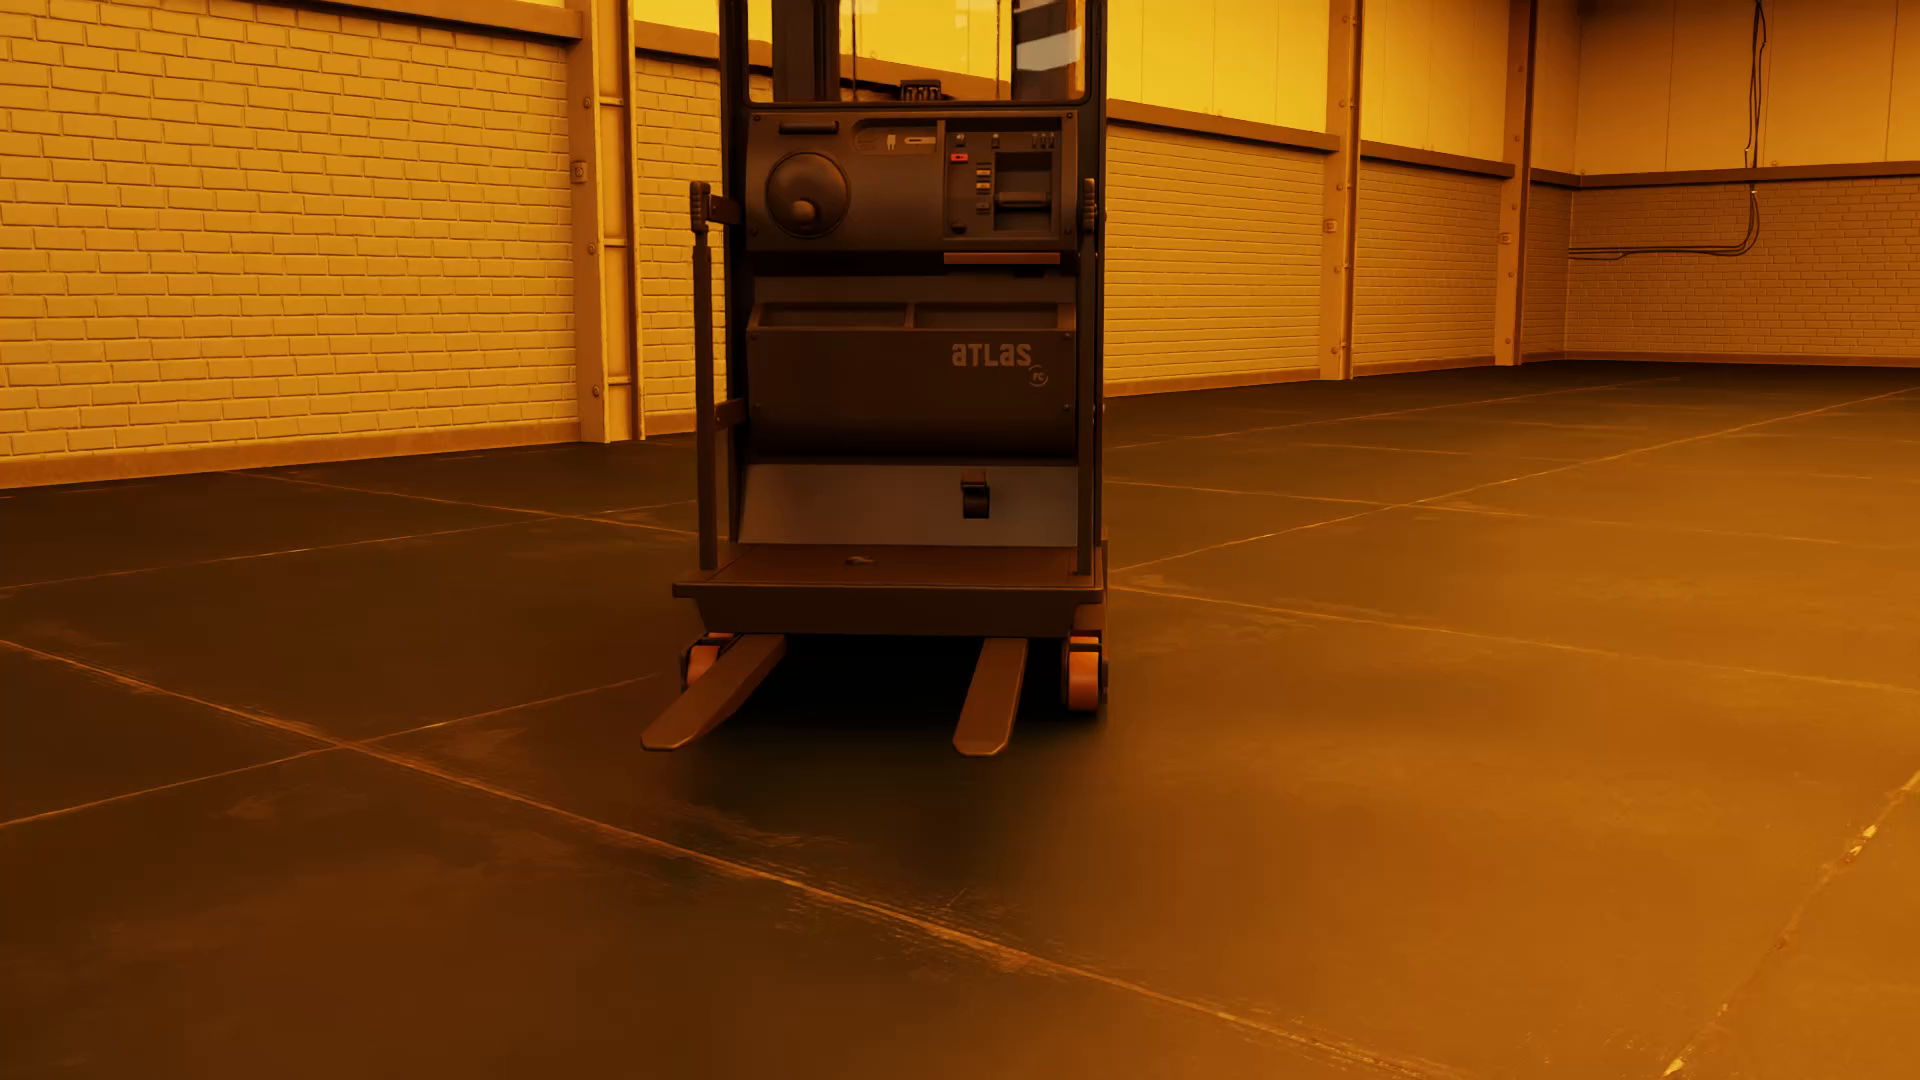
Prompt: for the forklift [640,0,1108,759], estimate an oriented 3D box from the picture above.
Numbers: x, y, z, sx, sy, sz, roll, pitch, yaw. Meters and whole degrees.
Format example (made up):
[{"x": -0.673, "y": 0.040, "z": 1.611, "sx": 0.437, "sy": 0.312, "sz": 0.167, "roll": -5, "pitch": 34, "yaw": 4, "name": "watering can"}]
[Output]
[{"x": -0.150, "y": -1.049, "z": 4.451, "sx": 1.130, "sy": 2.935, "sz": 3.031, "roll": 1, "pitch": 8, "yaw": 5, "name": "forklift"}]
